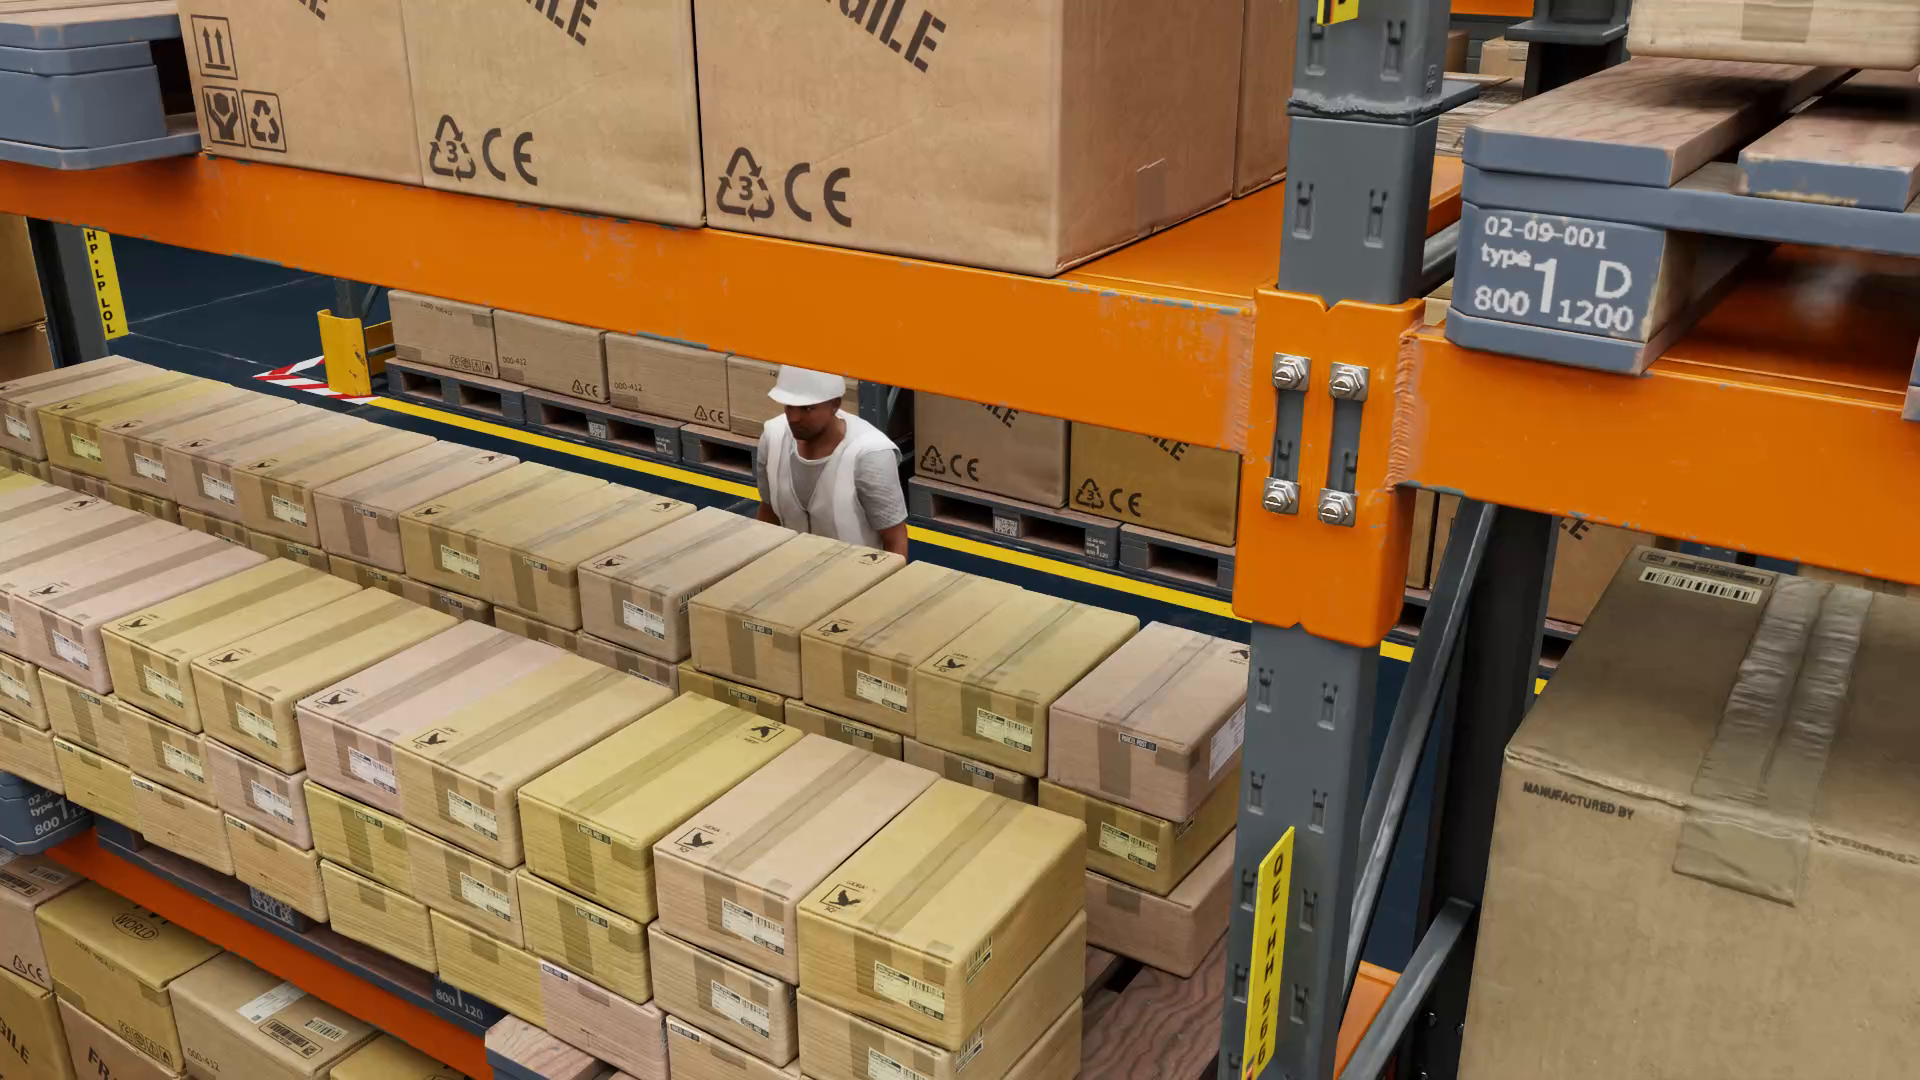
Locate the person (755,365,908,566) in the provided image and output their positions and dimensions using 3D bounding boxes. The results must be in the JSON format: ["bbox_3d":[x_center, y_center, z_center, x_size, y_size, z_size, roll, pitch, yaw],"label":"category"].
[{"bbox_3d":[-0.461,0.187,5.639,0.614,1.773,0.449,13,26,28],"label":"person"}]
